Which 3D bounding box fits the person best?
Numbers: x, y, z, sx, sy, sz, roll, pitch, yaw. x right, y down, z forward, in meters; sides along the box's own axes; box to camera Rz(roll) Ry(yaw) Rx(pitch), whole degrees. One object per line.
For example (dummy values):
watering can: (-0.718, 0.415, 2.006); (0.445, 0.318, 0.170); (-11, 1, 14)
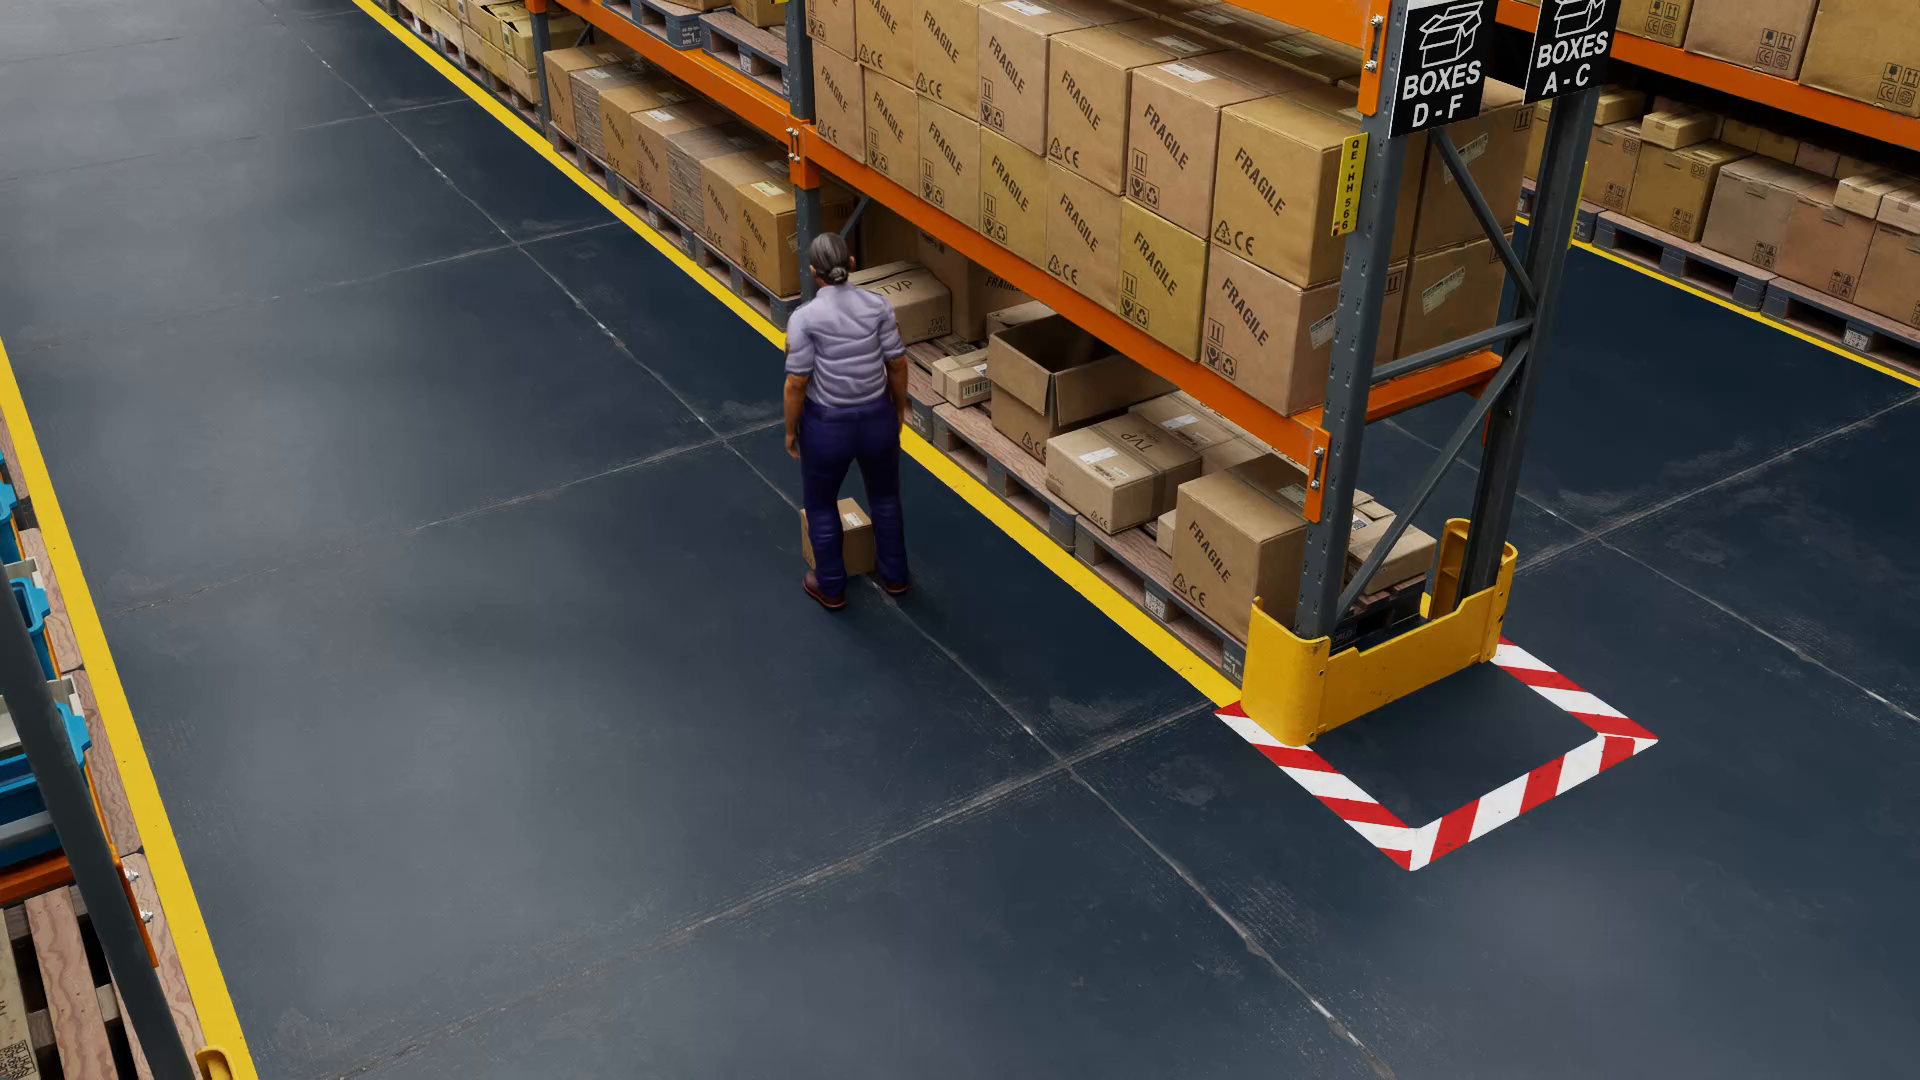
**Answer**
person: (-0.458, -0.467, 6.870); (0.545, 1.651, 0.367); (-12, 35, -17)
